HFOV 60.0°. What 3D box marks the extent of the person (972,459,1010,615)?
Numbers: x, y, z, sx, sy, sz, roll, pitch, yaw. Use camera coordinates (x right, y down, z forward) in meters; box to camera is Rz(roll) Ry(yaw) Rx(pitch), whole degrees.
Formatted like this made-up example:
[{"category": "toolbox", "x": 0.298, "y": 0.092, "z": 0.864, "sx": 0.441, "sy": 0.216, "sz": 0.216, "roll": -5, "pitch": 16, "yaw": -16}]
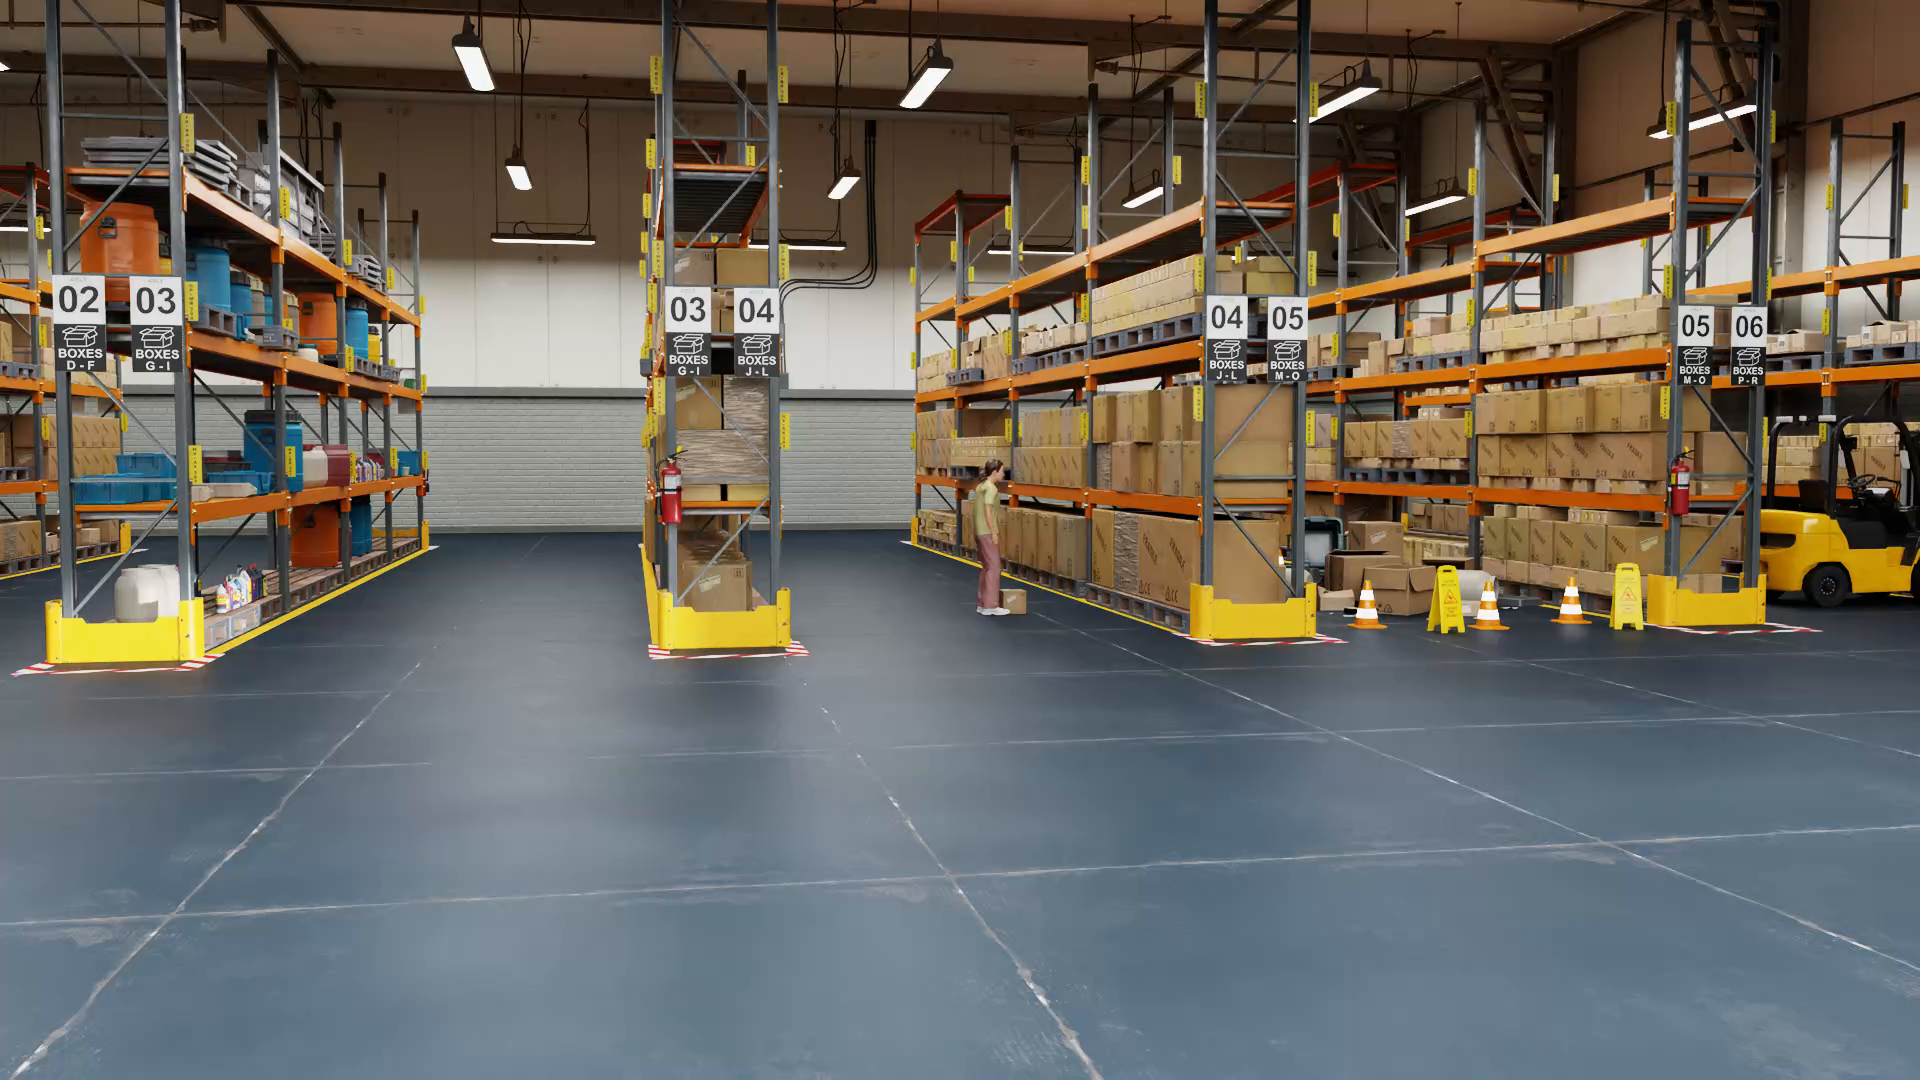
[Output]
[{"category": "person", "x": 0.322, "y": -0.041, "z": 17.897, "sx": 0.363, "sy": 1.672, "sz": 0.496, "roll": -1, "pitch": 3, "yaw": -13}]
